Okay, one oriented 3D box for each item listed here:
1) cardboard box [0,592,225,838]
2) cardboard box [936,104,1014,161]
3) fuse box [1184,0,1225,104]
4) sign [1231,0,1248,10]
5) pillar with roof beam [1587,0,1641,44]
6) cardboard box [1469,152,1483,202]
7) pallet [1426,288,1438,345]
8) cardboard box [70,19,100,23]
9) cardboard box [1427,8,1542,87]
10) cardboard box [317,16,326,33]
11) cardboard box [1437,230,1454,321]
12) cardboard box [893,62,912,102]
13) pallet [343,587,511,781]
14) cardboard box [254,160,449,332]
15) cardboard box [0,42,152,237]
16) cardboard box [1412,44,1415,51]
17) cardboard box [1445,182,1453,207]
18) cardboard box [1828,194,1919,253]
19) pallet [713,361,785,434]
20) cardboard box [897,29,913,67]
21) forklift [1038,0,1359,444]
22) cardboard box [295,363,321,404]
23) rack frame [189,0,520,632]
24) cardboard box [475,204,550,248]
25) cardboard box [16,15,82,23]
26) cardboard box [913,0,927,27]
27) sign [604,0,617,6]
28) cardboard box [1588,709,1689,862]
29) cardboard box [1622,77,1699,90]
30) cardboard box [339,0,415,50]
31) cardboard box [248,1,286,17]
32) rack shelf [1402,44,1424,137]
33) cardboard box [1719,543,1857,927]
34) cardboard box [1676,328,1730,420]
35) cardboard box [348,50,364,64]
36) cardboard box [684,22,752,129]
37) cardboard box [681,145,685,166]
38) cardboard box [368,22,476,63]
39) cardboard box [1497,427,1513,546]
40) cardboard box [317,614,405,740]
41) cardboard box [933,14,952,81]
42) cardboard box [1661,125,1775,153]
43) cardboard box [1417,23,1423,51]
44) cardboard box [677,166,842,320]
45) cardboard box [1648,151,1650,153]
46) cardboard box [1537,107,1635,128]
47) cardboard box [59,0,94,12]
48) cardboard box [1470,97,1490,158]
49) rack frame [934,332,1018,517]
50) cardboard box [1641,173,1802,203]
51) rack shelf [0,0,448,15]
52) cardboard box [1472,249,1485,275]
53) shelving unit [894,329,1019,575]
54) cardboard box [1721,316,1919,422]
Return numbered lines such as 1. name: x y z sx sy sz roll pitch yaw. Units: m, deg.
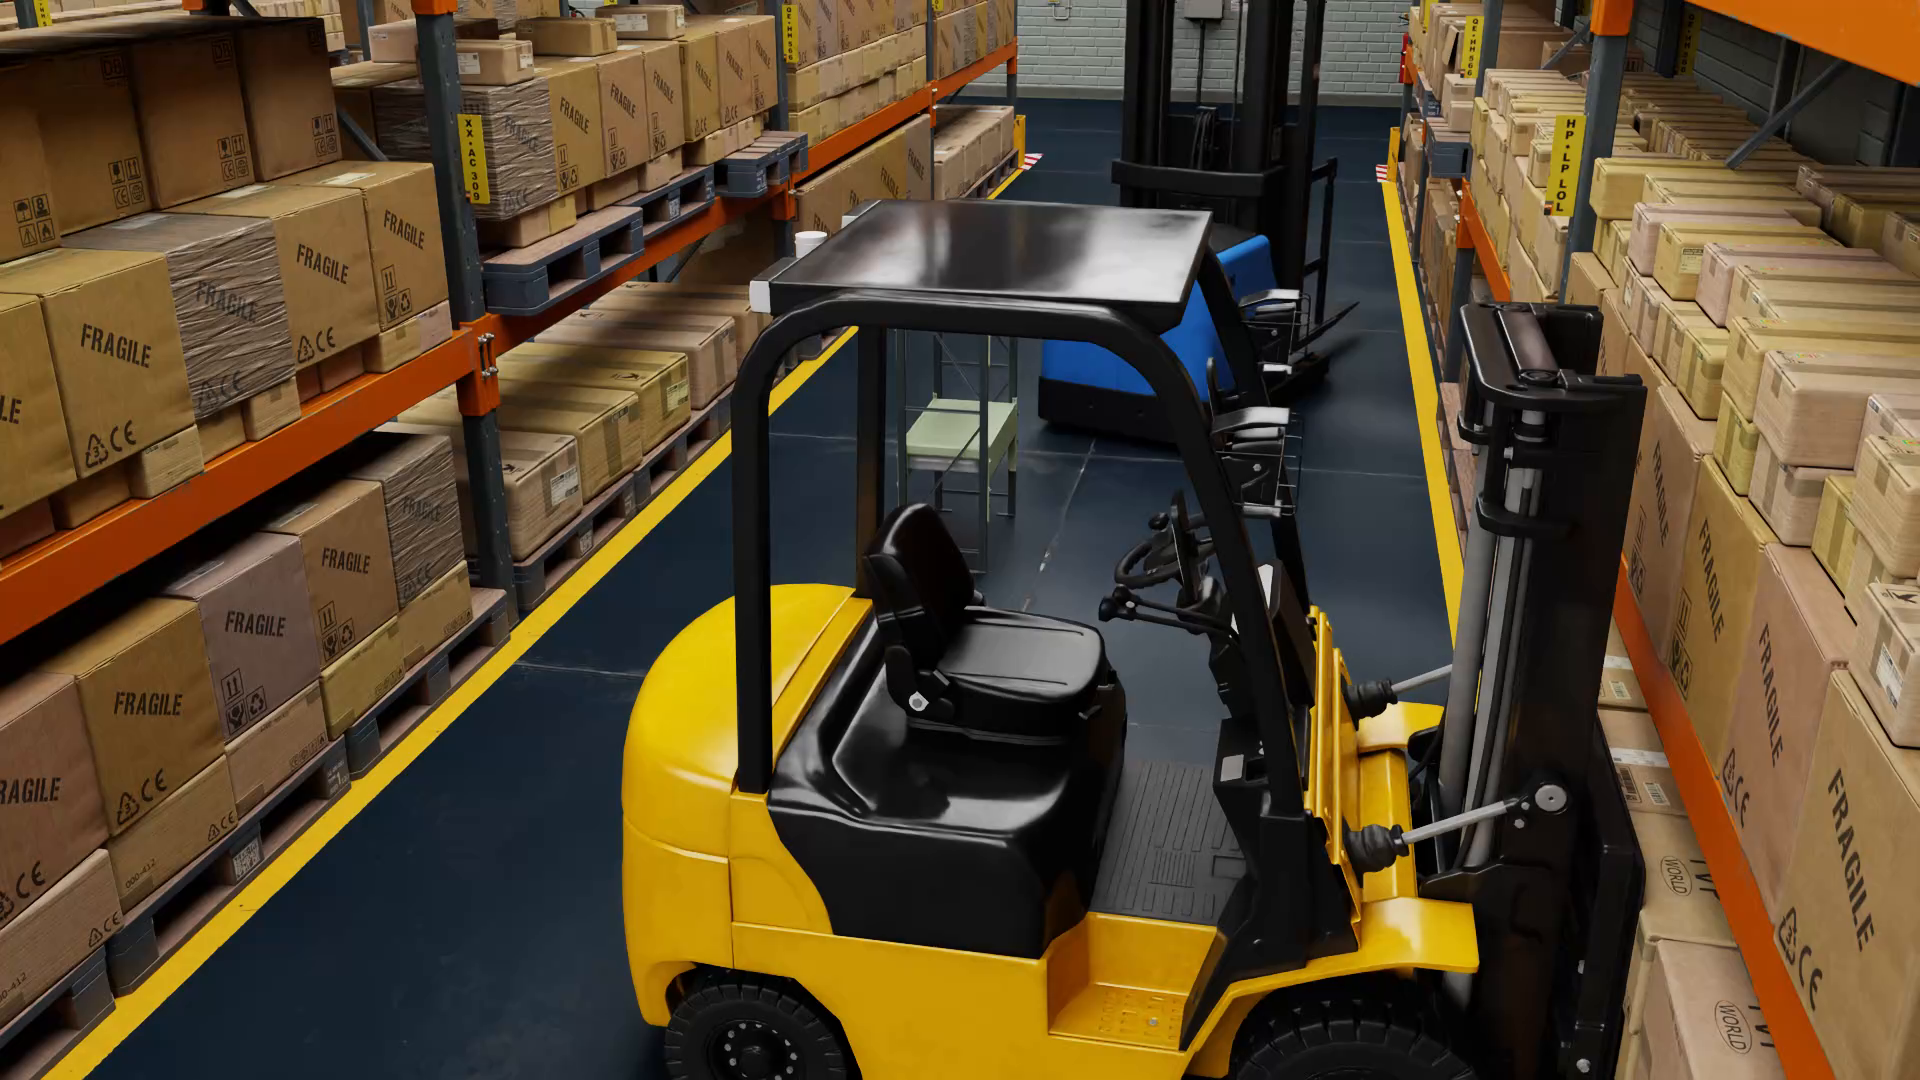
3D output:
1. cardboard box: -2.515 0.481 4.760 0.500 0.500 0.500 5 22 12
2. cardboard box: 0.060 -4.204 17.144 0.875 0.438 0.875 4 22 9
3. fuse box: 3.252 -6.700 22.198 0.539 1.711 0.414 4 22 11
4. sign: 3.777 -7.291 22.069 0.329 0.494 0.001 4 22 11
5. pillar with roof beam: 0.951 -6.904 12.950 9.100 9.000 0.400 4 22 11
6. cardboard box: 2.995 -1.931 8.833 0.500 0.250 0.500 5 22 11
7. pallet: 3.765 -1.565 11.458 1.003 0.211 1.213 4 22 11
8. cardboard box: -6.011 -3.558 11.650 0.380 0.149 0.250 4 22 11
9. cardboard box: 3.718 -3.499 11.830 0.700 0.500 0.500 5 22 12
10. cardboard box: -5.526 -4.283 13.850 0.380 0.149 0.250 5 22 11
11. cardboard box: 3.417 -1.724 10.903 0.500 0.500 0.500 5 23 13
12. cardboard box: -0.669 -3.545 12.841 0.500 0.250 0.500 4 22 10
13. pallet: -2.454 0.484 6.370 1.003 0.211 1.213 4 22 11
14. cardboard box: -2.199 -1.061 5.940 0.500 0.500 0.500 4 22 10
15. cardboard box: -2.908 -1.195 4.935 0.700 0.500 0.500 4 22 10
16. cardboard box: 4.622 -4.854 16.227 0.380 0.149 0.250 4 22 11
17. cardboard box: 3.655 -2.440 11.813 0.380 0.149 0.250 4 22 11
18. cardboard box: 2.607 -0.840 4.524 0.380 0.149 0.250 4 22 10
19. pallet: -1.696 -0.942 9.909 1.003 0.211 1.213 4 22 11
20. cardboard box: -0.666 -3.783 12.763 0.500 0.250 0.500 5 22 12
21. forklift: 1.637 -2.364 9.799 1.130 2.935 3.031 13 25 29
22. cardboard box: -2.357 -0.530 5.489 0.380 0.149 0.250 4 22 10
23. rack frame: -2.351 -1.058 6.465 1.000 3.000 0.127 4 22 11
24. cardboard box: -1.929 -1.314 6.876 0.380 0.149 0.250 5 22 12
25. cardboard box: -6.593 -3.715 12.041 0.380 0.149 0.250 5 22 13
26. cardboard box: -0.564 -4.311 13.071 0.500 0.500 0.500 5 23 13
27. sign: -2.079 -3.099 9.983 0.100 0.325 0.005 4 22 11
28. cardboard box: 1.783 0.649 4.006 0.500 0.250 0.500 4 22 10
29. cardboard box: 3.512 -2.253 8.429 0.380 0.149 0.250 5 22 12
30. cardboard box: -5.238 -4.670 14.903 0.500 0.500 0.500 4 22 10
31. cardboard box: -5.638 -4.228 13.314 0.380 0.149 0.250 4 22 11
32. rack shelf: 4.549 -4.004 14.744 1.077 0.370 4.000 4 22 11
33. cardboard box: 1.651 0.347 2.844 0.500 0.500 0.500 5 23 13
34. cardboard box: 1.851 -0.368 3.749 0.380 0.149 0.250 4 22 10
35. cardboard box: -5.207 -4.286 14.817 0.380 0.149 0.250 5 23 13
36. cardboard box: -1.451 -2.523 9.008 0.500 0.500 0.500 4 22 10
37. cardboard box: -1.639 -1.987 8.546 0.380 0.149 0.250 5 22 11
38. cardboard box: -2.350 -2.177 7.282 0.380 0.149 0.250 4 22 9
39. cardboard box: 2.770 -0.249 7.074 0.875 0.625 0.625 4 22 10
40. cardboard box: -2.308 0.455 5.827 0.500 0.250 0.500 4 22 9
41. cardboard box: -0.367 -4.182 14.088 0.500 0.500 0.500 5 23 13
42. cardboard box: 3.102 -1.603 6.816 0.380 0.149 0.250 4 22 11
43. cardboard box: 4.314 -4.434 14.650 0.500 0.250 0.500 4 22 10
44. cardboard box: -1.313 -1.976 11.028 0.875 0.875 0.875 4 22 10
45. cardboard box: 3.187 -1.567 7.261 0.500 0.250 0.500 4 22 10
46. cardboard box: 2.760 -1.822 7.359 0.380 0.149 0.250 4 22 11
47. cardboard box: -9.651 -5.701 17.797 0.500 0.250 0.500 4 22 9
48. cardboard box: 2.971 -2.164 8.744 0.500 0.250 0.500 4 22 11
49. rack frame: 0.073 -0.827 7.900 0.400 1.500 0.023 4 22 11
50. cardboard box: 2.205 -0.968 4.842 0.380 0.149 0.250 5 22 12
51. rack shelf: -2.760 -1.384 4.223 1.077 0.370 4.000 4 22 11
52. cardboard box: 3.178 -1.680 9.925 0.380 0.149 0.250 3 22 8
53. shelving unit: -0.001 -0.693 7.567 0.431 1.500 0.755 4 22 11
54. cardboard box: 1.721 -0.325 3.245 0.380 0.149 0.250 5 22 12
